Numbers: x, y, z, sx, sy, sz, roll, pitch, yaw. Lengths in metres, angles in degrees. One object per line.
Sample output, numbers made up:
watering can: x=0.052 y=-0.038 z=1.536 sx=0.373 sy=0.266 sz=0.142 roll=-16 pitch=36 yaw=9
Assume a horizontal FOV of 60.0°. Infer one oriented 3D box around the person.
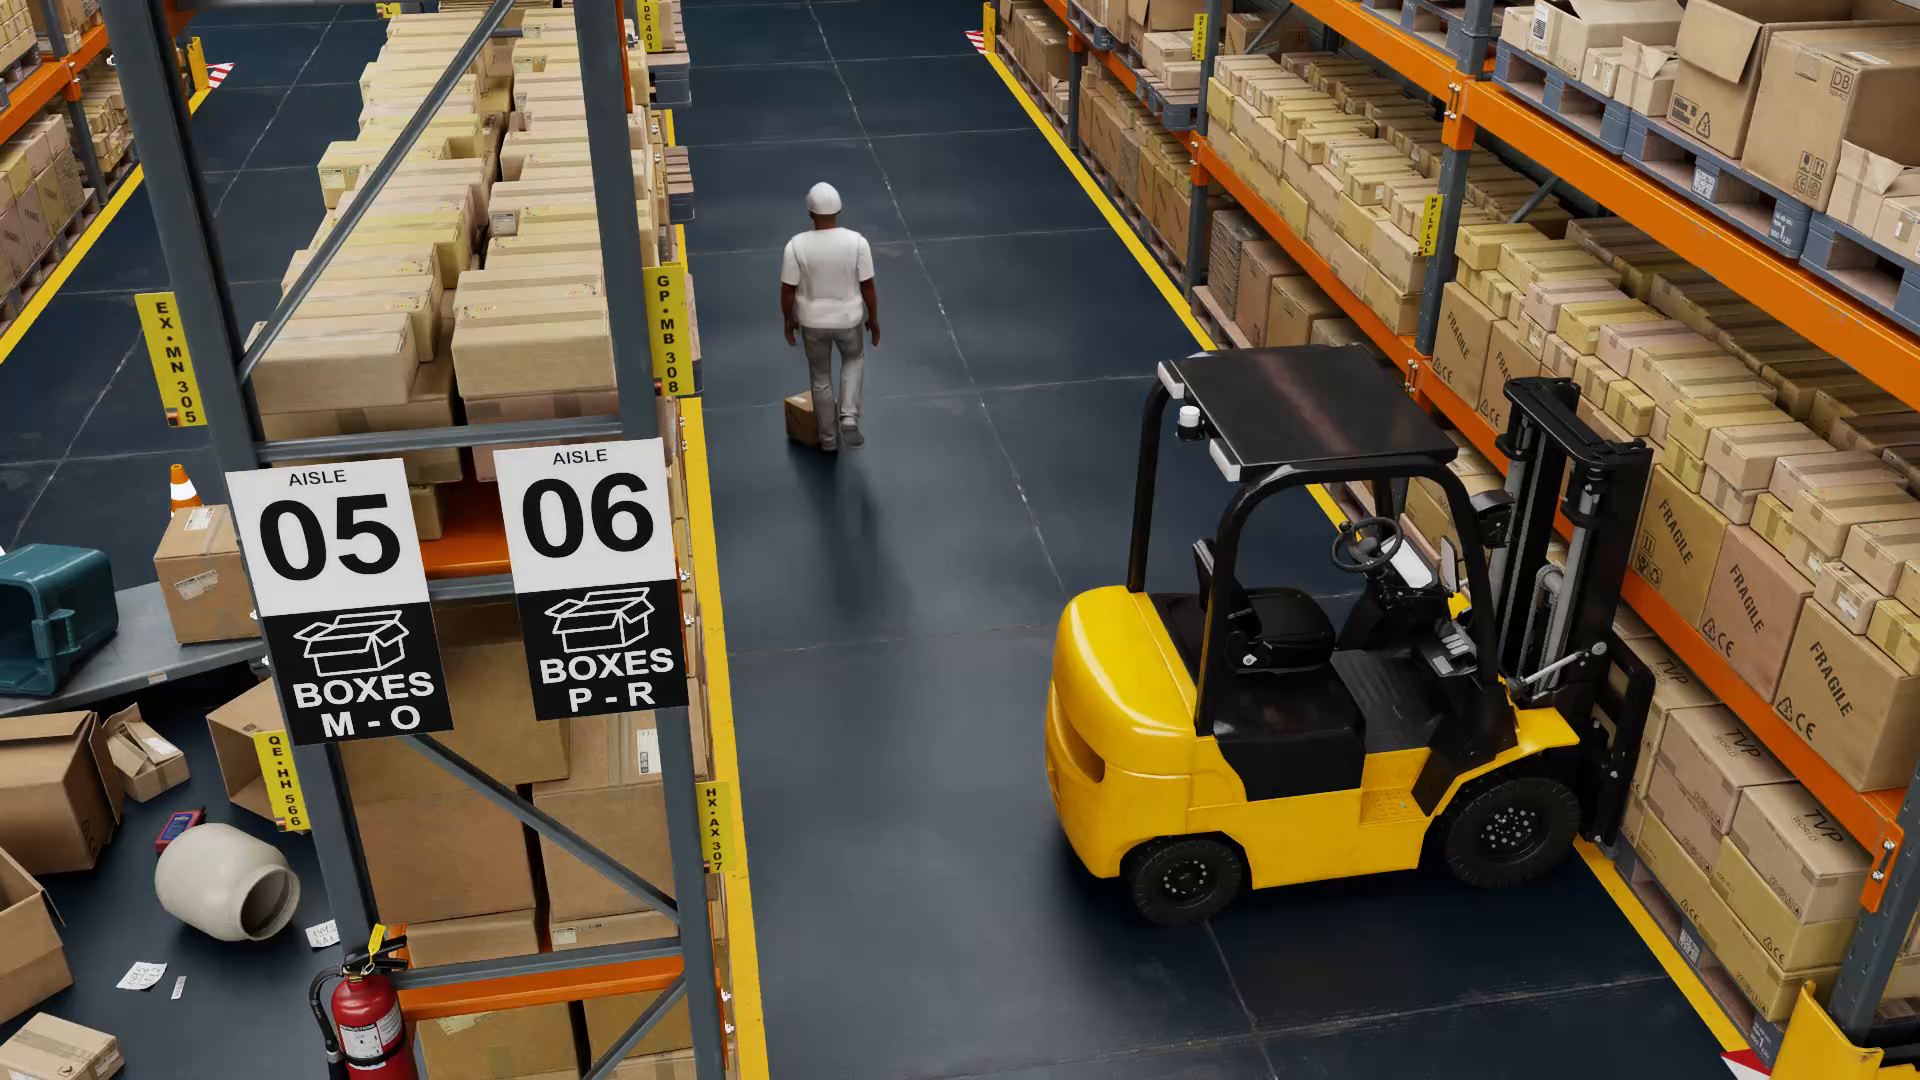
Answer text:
person: x=-0.811 y=-1.396 z=10.422 sx=0.610 sy=1.760 sz=0.482 roll=-4 pitch=31 yaw=-7
